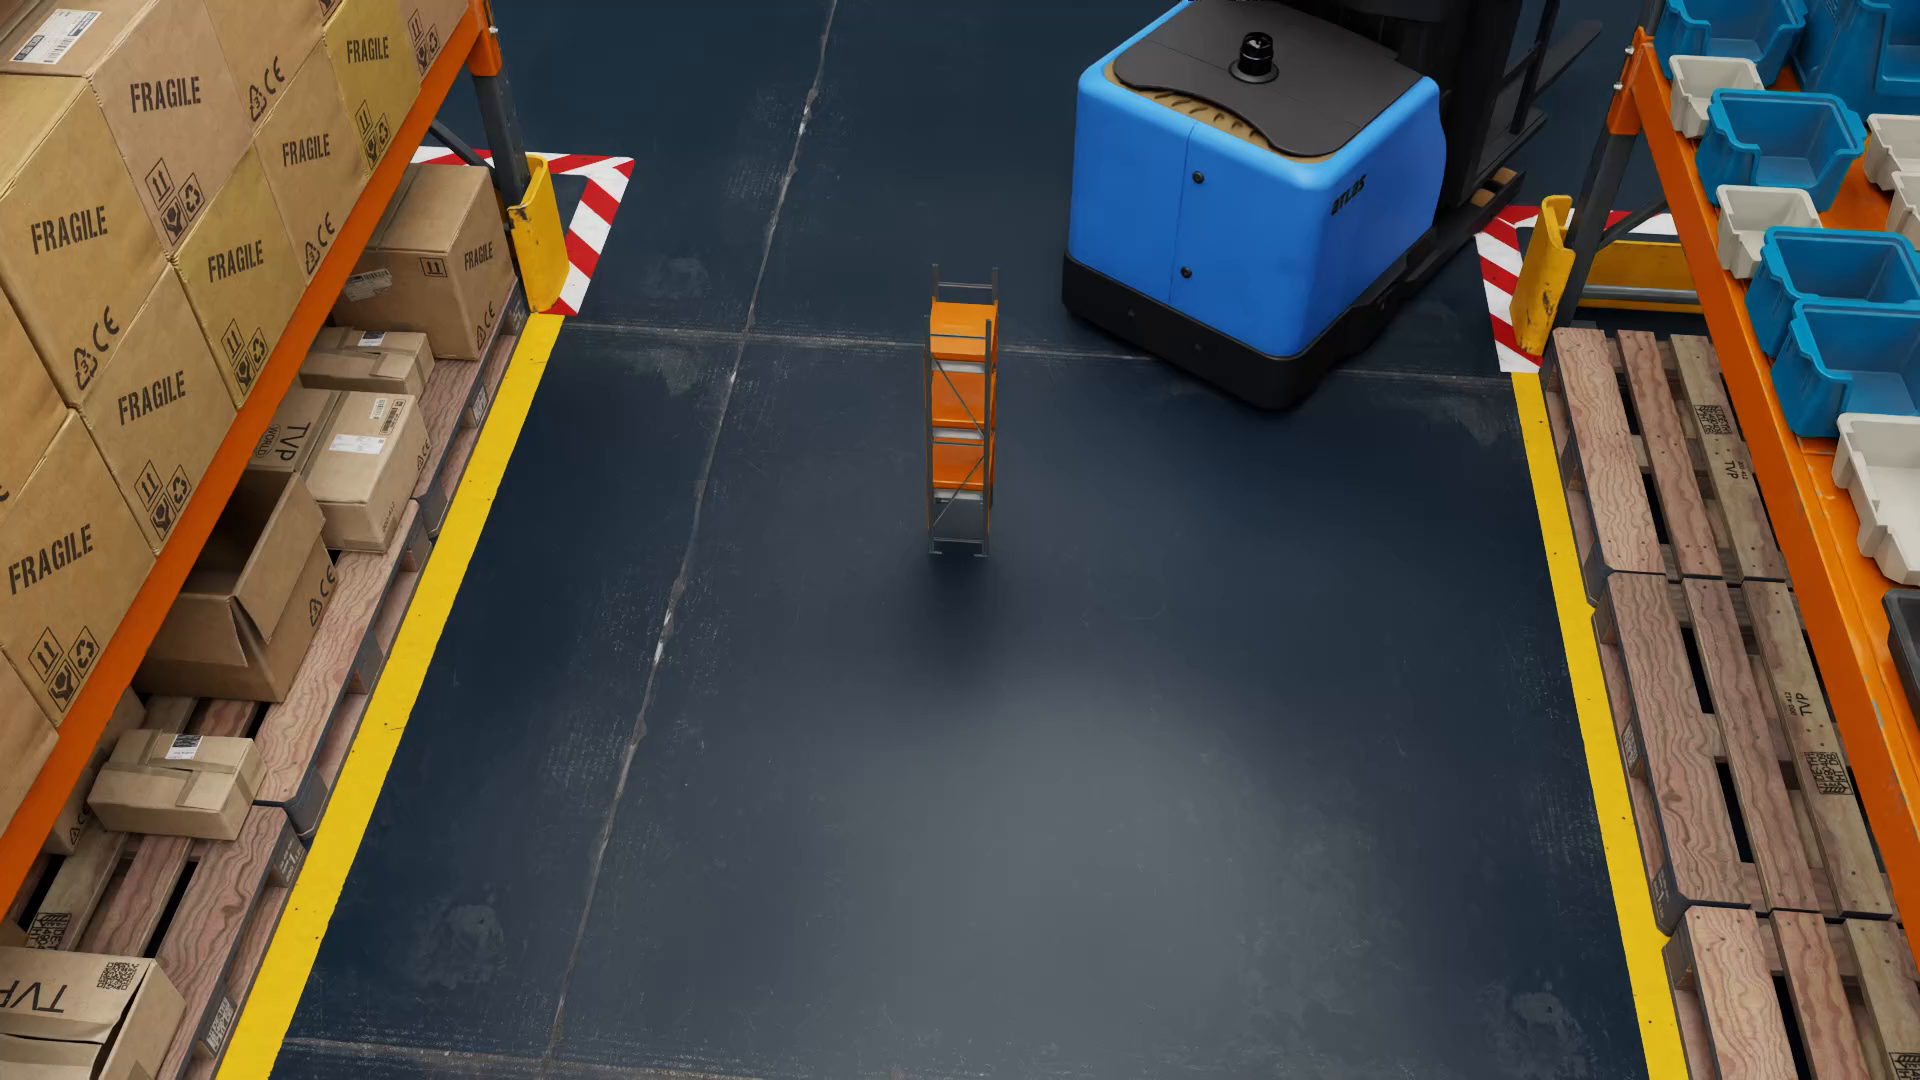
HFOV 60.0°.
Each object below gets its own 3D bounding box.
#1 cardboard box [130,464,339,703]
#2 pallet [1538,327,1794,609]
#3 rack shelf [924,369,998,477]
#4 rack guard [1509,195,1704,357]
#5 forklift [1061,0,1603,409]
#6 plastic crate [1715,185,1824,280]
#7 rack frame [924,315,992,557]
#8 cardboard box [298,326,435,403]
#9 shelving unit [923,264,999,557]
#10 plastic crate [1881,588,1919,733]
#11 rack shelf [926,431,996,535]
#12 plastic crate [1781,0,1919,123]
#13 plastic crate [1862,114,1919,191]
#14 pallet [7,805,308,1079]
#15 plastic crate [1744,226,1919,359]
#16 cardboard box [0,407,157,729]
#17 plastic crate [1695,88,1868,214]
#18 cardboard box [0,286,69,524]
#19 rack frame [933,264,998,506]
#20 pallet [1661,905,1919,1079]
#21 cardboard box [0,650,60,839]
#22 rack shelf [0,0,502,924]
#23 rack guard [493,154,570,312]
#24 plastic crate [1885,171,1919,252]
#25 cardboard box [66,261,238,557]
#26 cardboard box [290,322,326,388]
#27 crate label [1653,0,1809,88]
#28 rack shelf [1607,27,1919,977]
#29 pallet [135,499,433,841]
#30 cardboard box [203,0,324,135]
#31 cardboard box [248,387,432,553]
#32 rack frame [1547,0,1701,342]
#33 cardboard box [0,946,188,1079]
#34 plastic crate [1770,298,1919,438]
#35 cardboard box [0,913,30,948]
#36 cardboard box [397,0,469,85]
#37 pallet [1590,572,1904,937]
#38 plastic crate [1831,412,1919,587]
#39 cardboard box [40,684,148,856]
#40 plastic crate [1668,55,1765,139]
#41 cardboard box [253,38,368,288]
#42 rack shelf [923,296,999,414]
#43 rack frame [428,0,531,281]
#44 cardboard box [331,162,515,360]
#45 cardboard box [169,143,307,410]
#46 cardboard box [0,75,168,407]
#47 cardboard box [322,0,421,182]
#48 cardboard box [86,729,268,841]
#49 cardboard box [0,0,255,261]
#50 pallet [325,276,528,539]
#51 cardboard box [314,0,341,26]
[{"bbox_3d":[-2.370,0.123,4.998,0.797,0.503,0.637,4,48,4],"label":"cardboard box"},{"bbox_3d":[2.647,-0.249,5.835,1.003,0.211,1.213,4,48,4],"label":"pallet"},{"bbox_3d":[0.005,-0.386,5.406,0.215,0.259,0.240,4,48,4],"label":"rack shelf"},{"bbox_3d":[2.750,-0.968,6.297,1.175,0.500,0.348,4,48,4],"label":"rack guard"},{"bbox_3d":[1.721,-2.495,6.046,1.130,2.935,3.031,31,55,25],"label":"forklift"},{"bbox_3d":[2.237,-0.837,4.621,0.250,0.136,0.298,4,48,4],"label":"plastic crate"},{"bbox_3d":[-0.006,-0.304,5.317,0.200,1.050,0.008,4,48,4],"label":"rack frame"},{"bbox_3d":[-2.102,-0.614,5.901,0.380,0.166,0.250,4,48,4],"label":"cardboard box"},{"bbox_3d":[0.005,-0.394,5.399,0.215,1.050,0.252,4,48,4],"label":"shelving unit"},{"bbox_3d":[2.231,0.378,3.517,0.437,0.125,0.590,4,48,4],"label":"plastic crate"},{"bbox_3d":[0.005,-0.199,5.611,0.215,0.259,0.240,4,48,4],"label":"rack shelf"},{"bbox_3d":[2.916,-1.567,5.086,0.616,0.435,0.499,4,48,4],"label":"plastic crate"},{"bbox_3d":[2.867,-1.113,4.874,0.396,0.136,0.243,4,48,4],"label":"plastic crate"},{"bbox_3d":[-2.472,1.246,4.467,1.003,0.211,1.213,4,48,4],"label":"pallet"},{"bbox_3d":[2.291,-0.630,4.367,0.416,0.233,0.300,4,48,4],"label":"plastic crate"},{"bbox_3d":[-2.175,0.043,3.610,0.500,0.500,0.500,5,48,4],"label":"cardboard box"},{"bbox_3d":[2.351,-1.114,4.809,0.416,0.233,0.300,4,48,4],"label":"plastic crate"},{"bbox_3d":[-2.166,-0.268,3.217,0.500,0.500,0.500,3,48,2],"label":"cardboard box"},{"bbox_3d":[0.016,-0.483,5.481,0.200,1.050,0.008,4,48,4],"label":"rack frame"},{"bbox_3d":[2.425,1.544,4.195,1.003,0.211,1.213,4,48,4],"label":"pallet"},{"bbox_3d":[-2.218,0.420,3.265,0.500,0.500,0.500,5,48,5],"label":"cardboard box"},{"bbox_3d":[-2.354,-0.417,4.586,1.077,0.370,4.000,4,48,4],"label":"rack shelf"},{"bbox_3d":[-2.178,-1.230,6.536,1.175,0.500,0.348,4,48,4],"label":"rack guard"},{"bbox_3d":[2.826,-0.901,4.680,0.396,0.136,0.243,4,48,4],"label":"plastic crate"},{"bbox_3d":[-2.127,-0.324,3.946,0.500,0.500,0.500,4,48,3],"label":"cardboard box"},{"bbox_3d":[-2.549,-0.602,5.833,0.500,0.250,0.500,4,48,4],"label":"cardboard box"},{"bbox_3d":[2.411,-1.598,5.252,0.416,0.233,0.303,4,48,4],"label":"crate label"},{"bbox_3d":[2.579,-0.081,4.279,1.077,0.370,4.000,4,48,4],"label":"rack shelf"},{"bbox_3d":[-2.364,0.348,5.289,1.003,0.211,1.213,4,48,4],"label":"pallet"},{"bbox_3d":[-2.026,-1.402,4.255,0.500,0.500,0.500,5,48,5],"label":"cardboard box"},{"bbox_3d":[-2.092,-0.238,5.500,0.500,0.250,0.500,4,48,4],"label":"cardboard box"},{"bbox_3d":[2.761,-1.794,5.358,1.000,3.000,0.127,4,48,4],"label":"rack frame"},{"bbox_3d":[-2.282,1.275,4.075,0.500,0.311,0.500,4,48,4],"label":"cardboard box"},{"bbox_3d":[2.263,-0.410,4.165,0.416,0.233,0.300,4,48,4],"label":"plastic crate"},{"bbox_3d":[-2.767,1.067,4.137,0.500,0.500,0.500,4,48,4],"label":"cardboard box"},{"bbox_3d":[-1.941,-1.816,5.310,0.500,0.500,0.500,5,48,5],"label":"cardboard box"},{"bbox_3d":[2.533,0.645,5.017,1.003,0.211,1.213,4,48,4],"label":"pallet"},{"bbox_3d":[2.256,-0.085,3.933,0.293,0.136,0.466,4,48,4],"label":"plastic crate"},{"bbox_3d":[-2.698,0.580,4.711,0.500,0.311,0.500,4,48,4],"label":"cardboard box"},{"bbox_3d":[2.299,-1.335,5.077,0.250,0.136,0.298,4,48,4],"label":"plastic crate"},{"bbox_3d":[-2.036,-1.068,4.626,0.500,0.500,0.500,4,48,4],"label":"cardboard box"},{"bbox_3d":[0.005,-0.578,5.197,0.215,0.259,0.240,4,48,4],"label":"rack shelf"},{"bbox_3d":[-2.172,-2.129,5.665,1.000,3.000,0.127,4,48,4],"label":"rack frame"},{"bbox_3d":[-1.976,-1.018,6.044,0.500,0.500,0.500,4,48,4],"label":"cardboard box"},{"bbox_3d":[-2.082,-0.698,4.288,0.500,0.500,0.500,3,48,3],"label":"cardboard box"},{"bbox_3d":[-2.119,-0.645,3.562,0.500,0.500,0.500,3,48,2],"label":"cardboard box"},{"bbox_3d":[-1.985,-1.434,4.961,0.500,0.500,0.500,4,48,4],"label":"cardboard box"},{"bbox_3d":[-2.213,0.687,4.710,0.380,0.166,0.250,4,48,4],"label":"cardboard box"},{"bbox_3d":[-2.073,-1.025,3.909,0.500,0.500,0.500,5,48,5],"label":"cardboard box"},{"bbox_3d":[-2.250,-0.546,6.107,1.003,0.211,1.213,4,48,4],"label":"pallet"},{"bbox_3d":[-1.983,-1.784,4.603,0.500,0.500,0.500,5,48,5],"label":"cardboard box"}]
